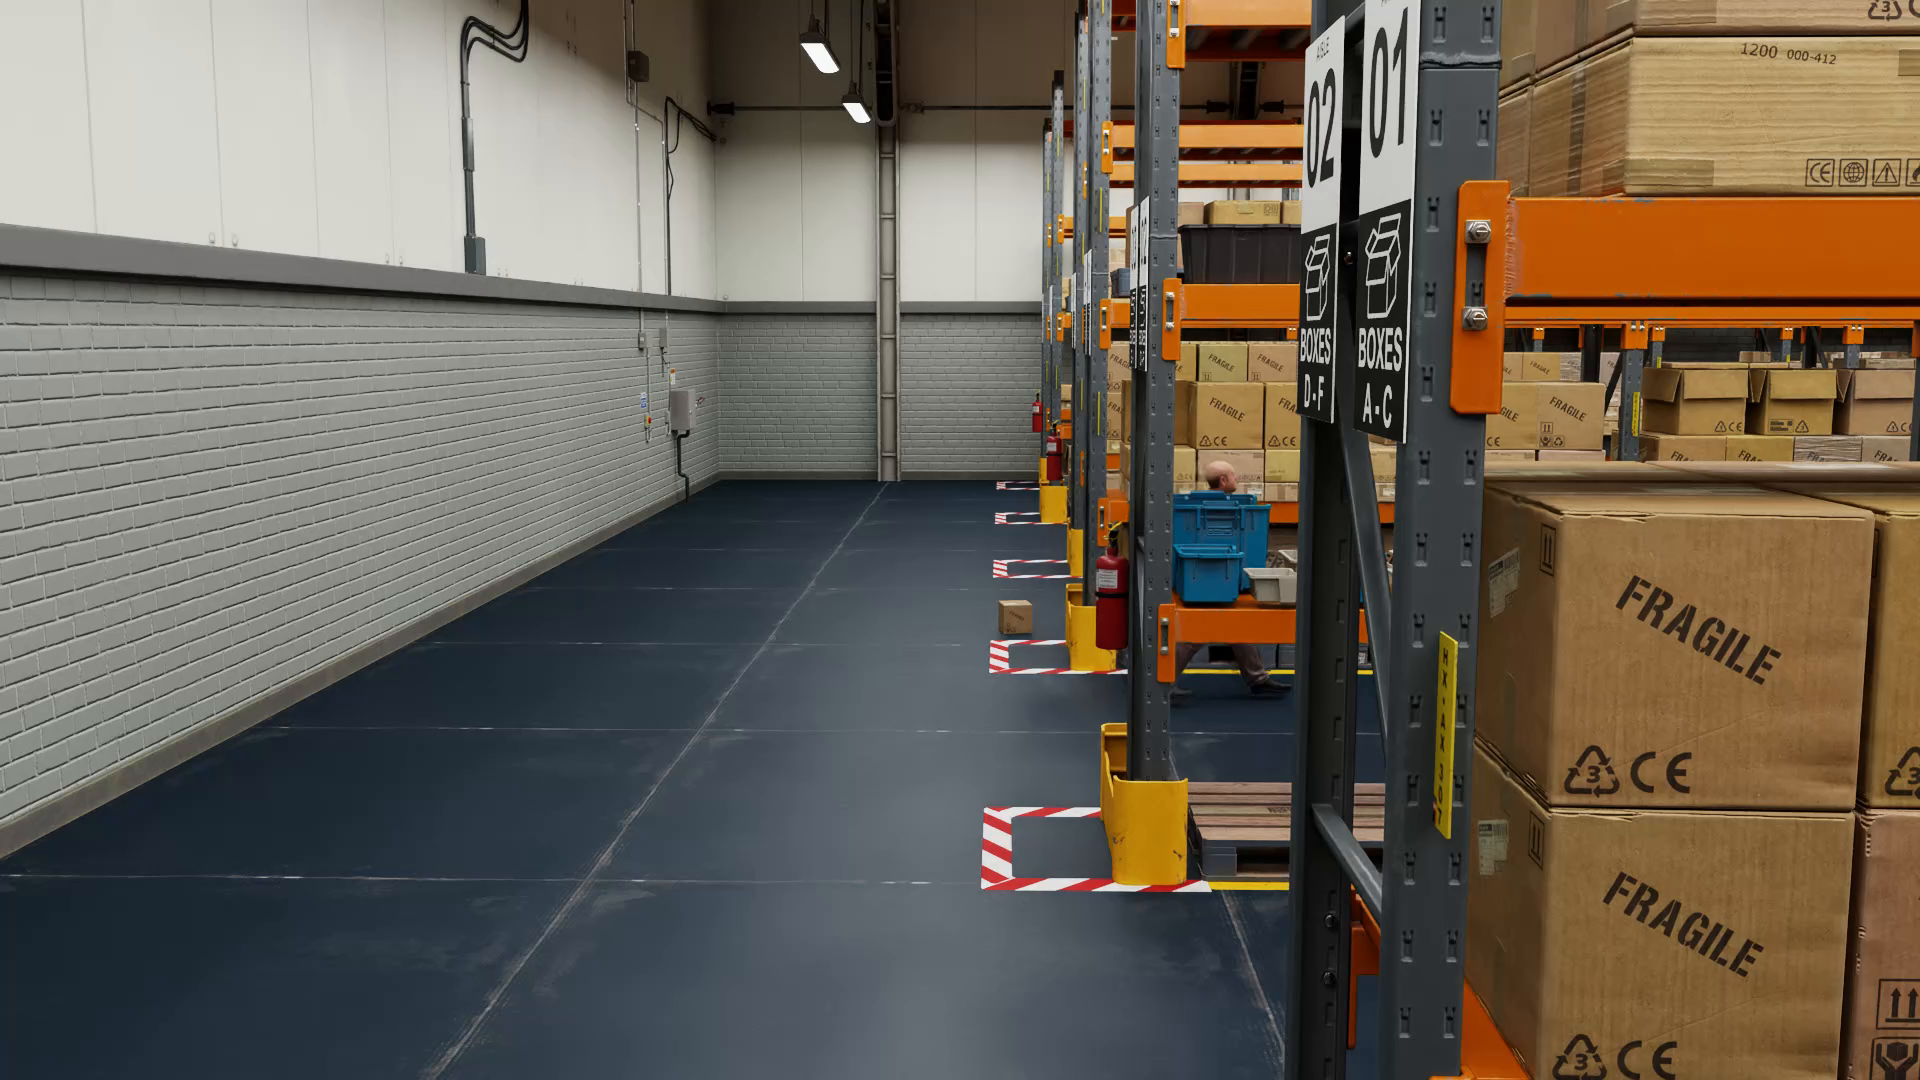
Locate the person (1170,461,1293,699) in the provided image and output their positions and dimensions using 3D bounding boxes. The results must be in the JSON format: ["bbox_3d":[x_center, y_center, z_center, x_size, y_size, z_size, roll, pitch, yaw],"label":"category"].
[{"bbox_3d":[1.840,0.281,11.580,1.046,1.666,0.574,0,7,-1],"label":"person"}]
